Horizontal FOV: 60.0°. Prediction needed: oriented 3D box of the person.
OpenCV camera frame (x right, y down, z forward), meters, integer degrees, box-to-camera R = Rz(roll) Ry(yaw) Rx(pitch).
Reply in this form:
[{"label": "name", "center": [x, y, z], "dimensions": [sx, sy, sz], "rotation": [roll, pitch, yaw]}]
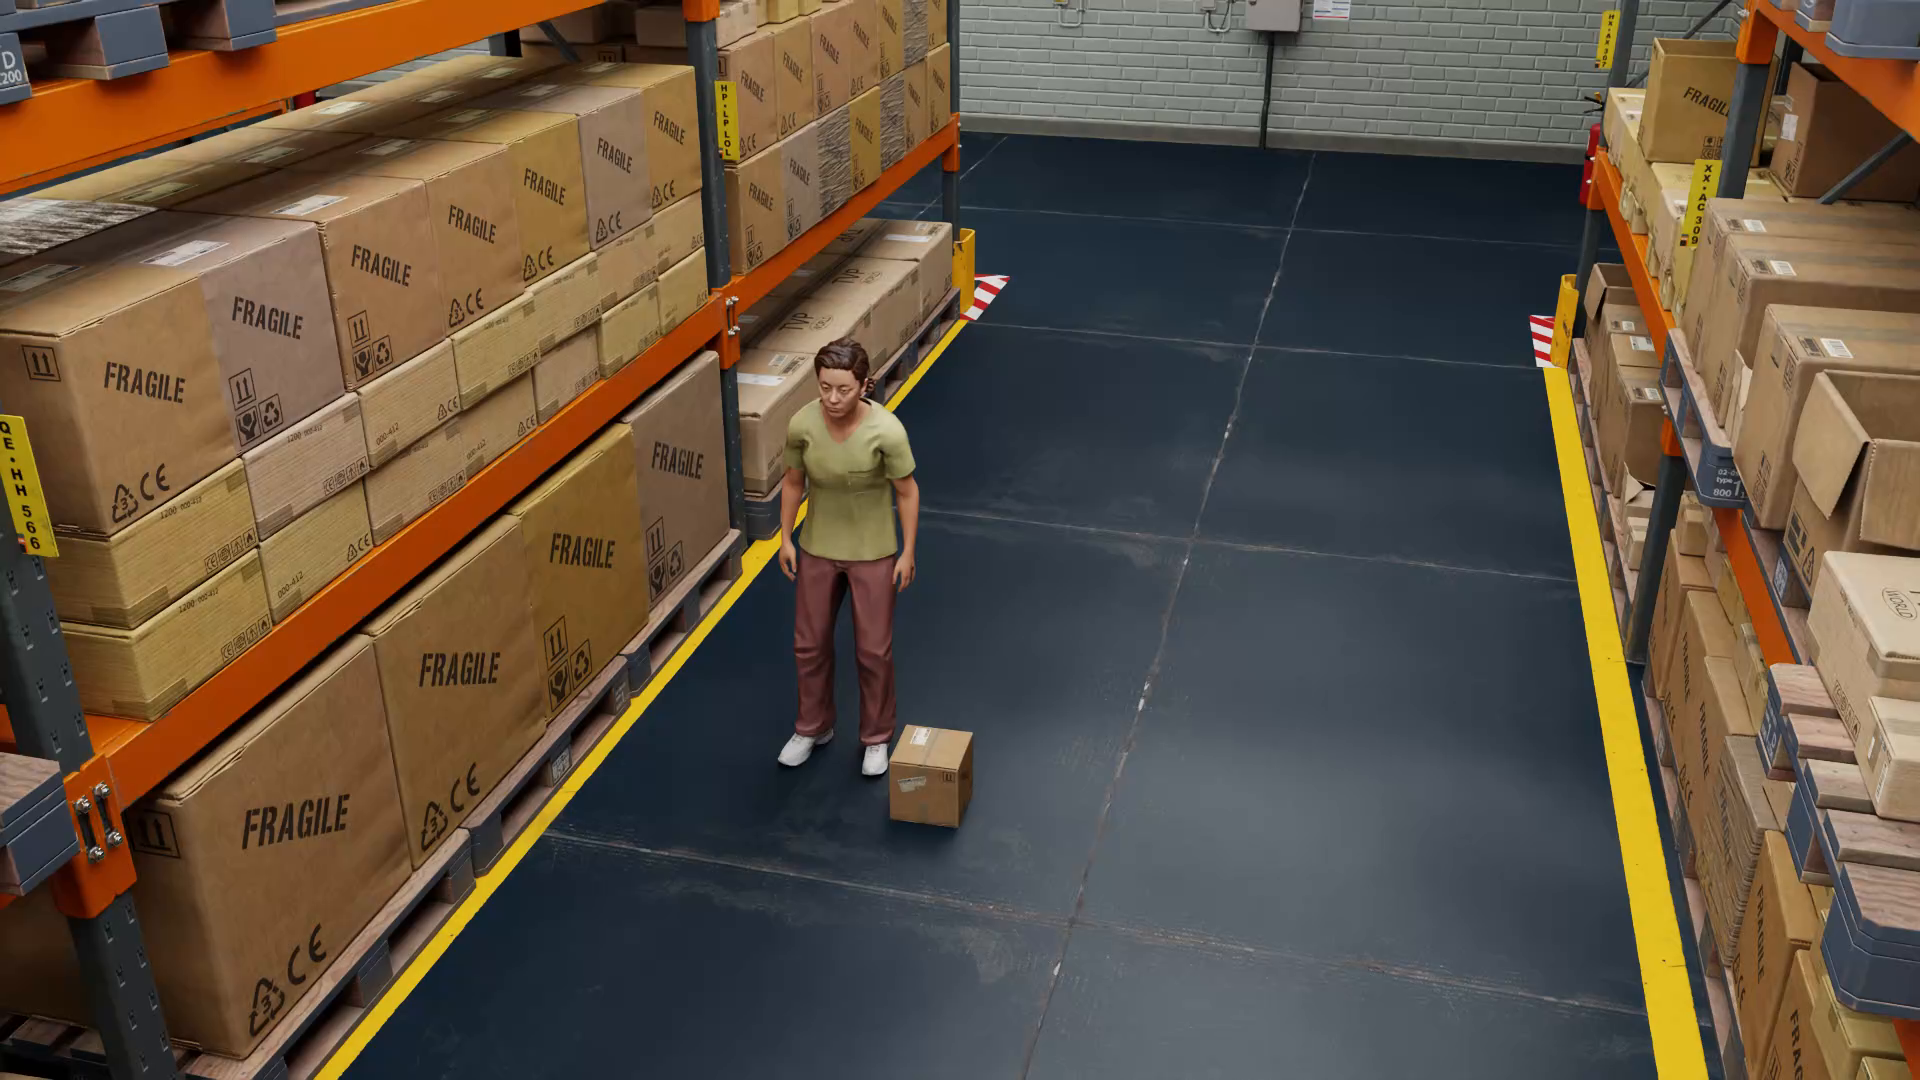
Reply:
[{"label": "person", "center": [-0.406, 0.058, 5.989], "dimensions": [0.513, 1.673, 0.347], "rotation": [6, 26, 11]}]
